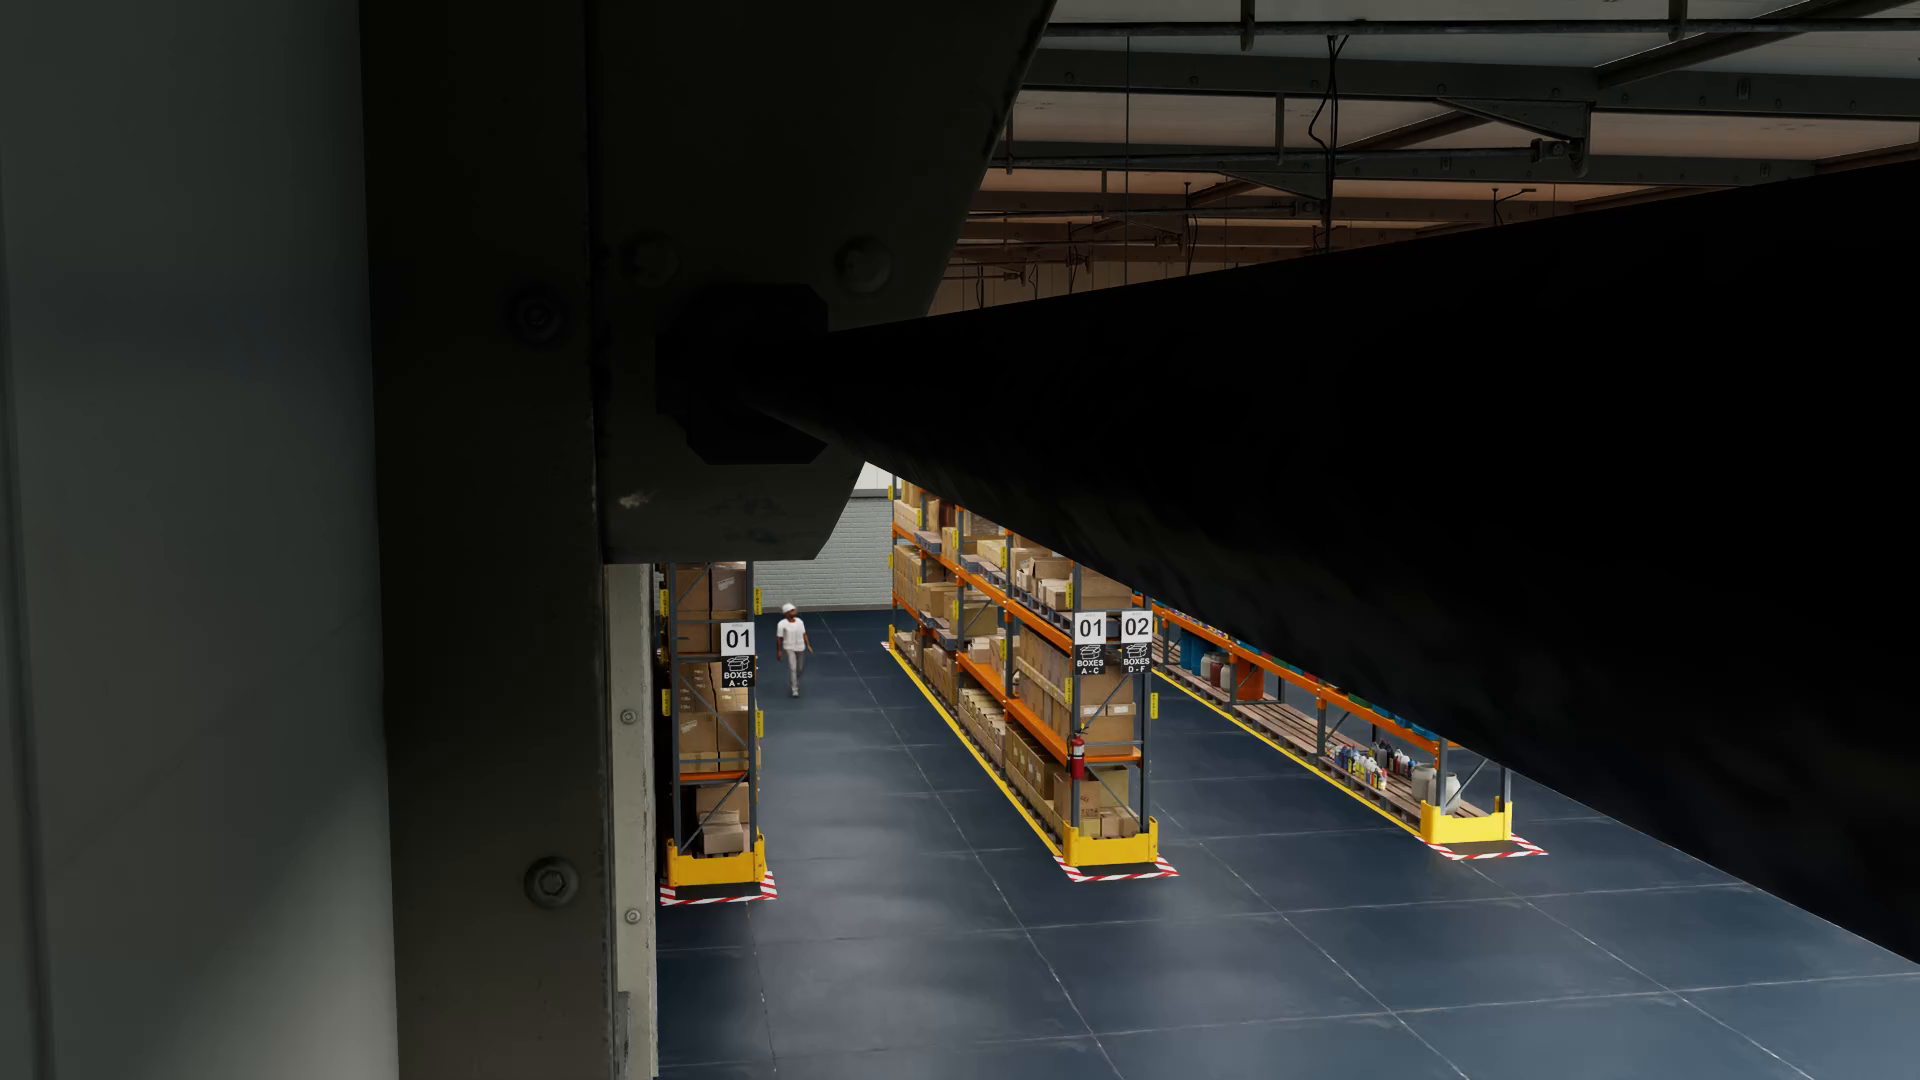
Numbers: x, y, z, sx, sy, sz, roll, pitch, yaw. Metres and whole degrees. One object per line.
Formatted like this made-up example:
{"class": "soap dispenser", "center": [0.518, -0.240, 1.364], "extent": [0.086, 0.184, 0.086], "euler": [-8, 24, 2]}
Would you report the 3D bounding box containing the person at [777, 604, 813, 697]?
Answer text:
{"class": "person", "center": [-3.148, 2.071, 31.542], "extent": [0.684, 1.722, 0.975], "euler": [-2, 7, -21]}
